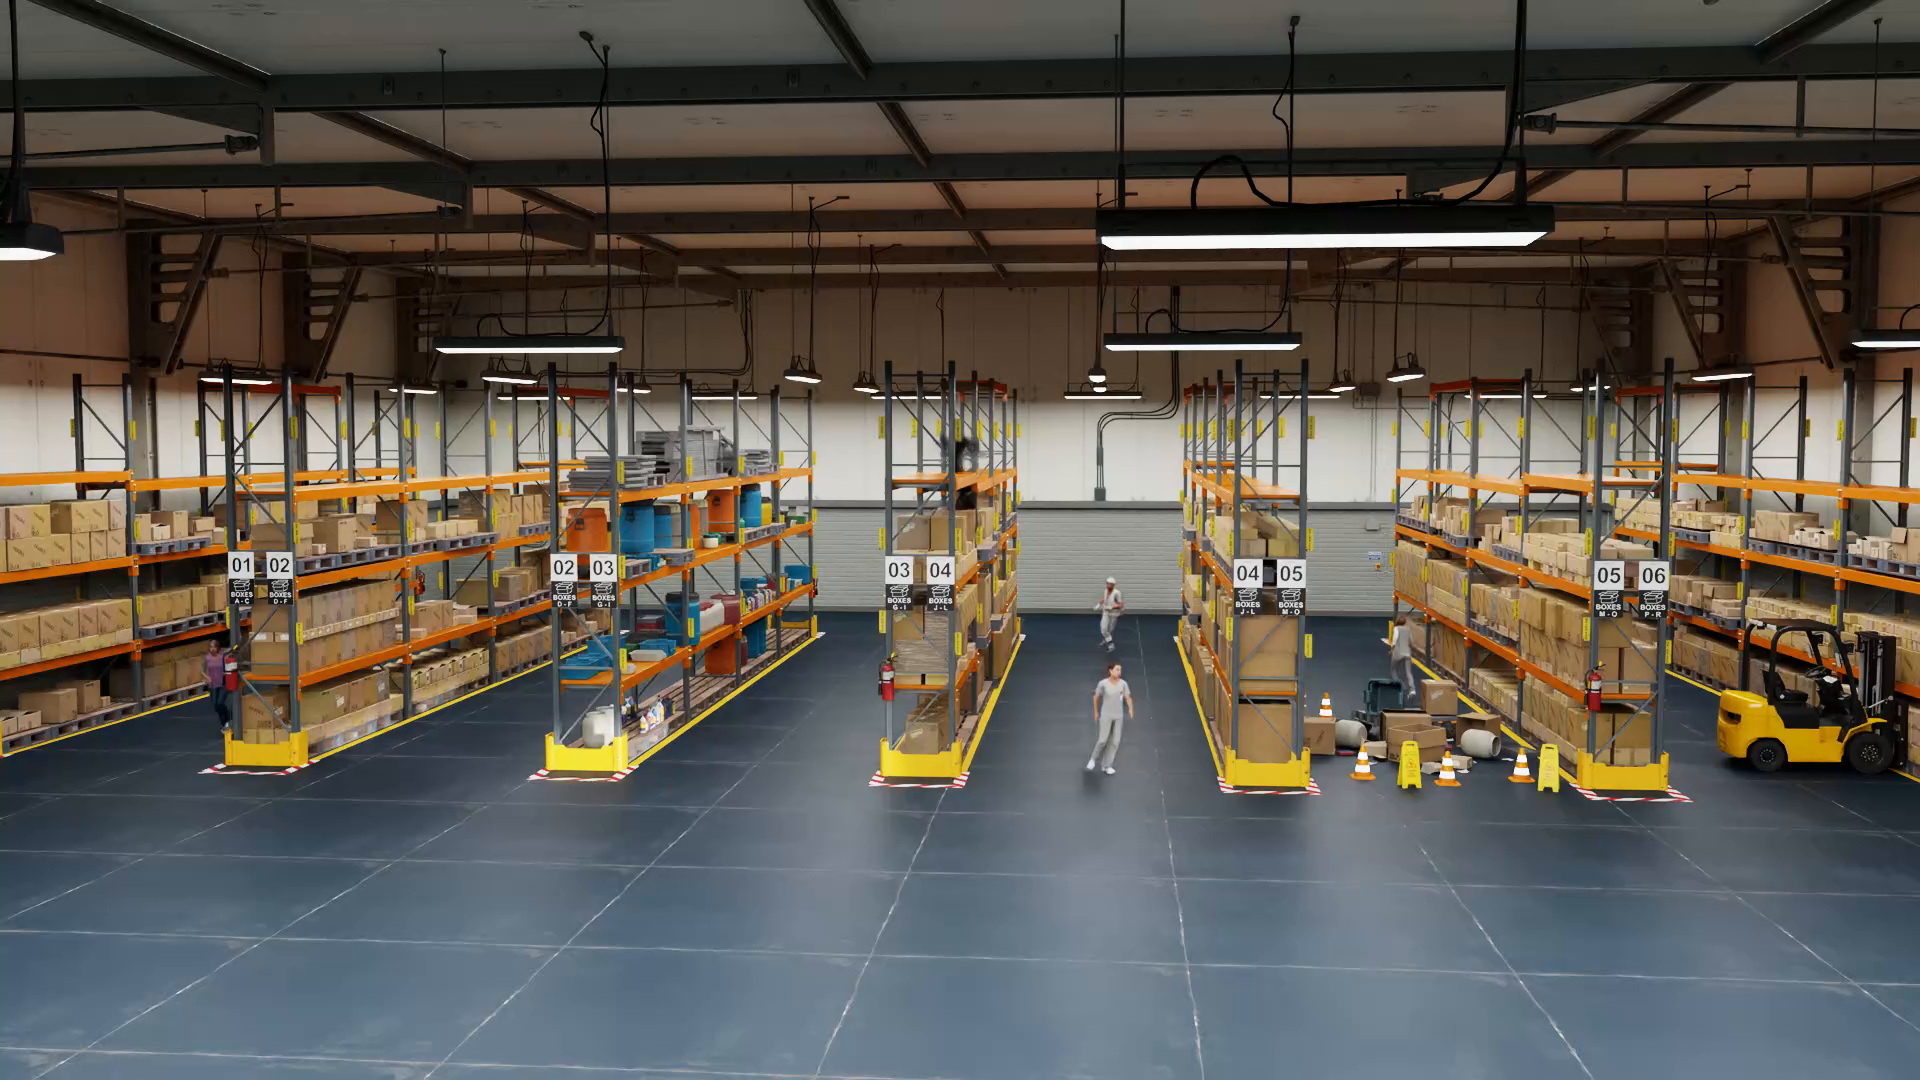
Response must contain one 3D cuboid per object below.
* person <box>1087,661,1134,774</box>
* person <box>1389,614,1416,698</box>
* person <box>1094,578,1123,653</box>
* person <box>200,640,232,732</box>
[{"bbox_3d":[2.198,2.590,24.175,0.609,1.655,0.676,-1,4,-17],"label":"person"},{"bbox_3d":[8.214,2.187,30.842,0.546,1.543,0.923,-1,4,-10],"label":"person"},{"bbox_3d":[3.395,1.696,37.631,0.798,1.727,0.700,2,4,32],"label":"person"},{"bbox_3d":[-12.191,2.411,27.339,0.531,1.563,0.608,0,4,0],"label":"person"}]
